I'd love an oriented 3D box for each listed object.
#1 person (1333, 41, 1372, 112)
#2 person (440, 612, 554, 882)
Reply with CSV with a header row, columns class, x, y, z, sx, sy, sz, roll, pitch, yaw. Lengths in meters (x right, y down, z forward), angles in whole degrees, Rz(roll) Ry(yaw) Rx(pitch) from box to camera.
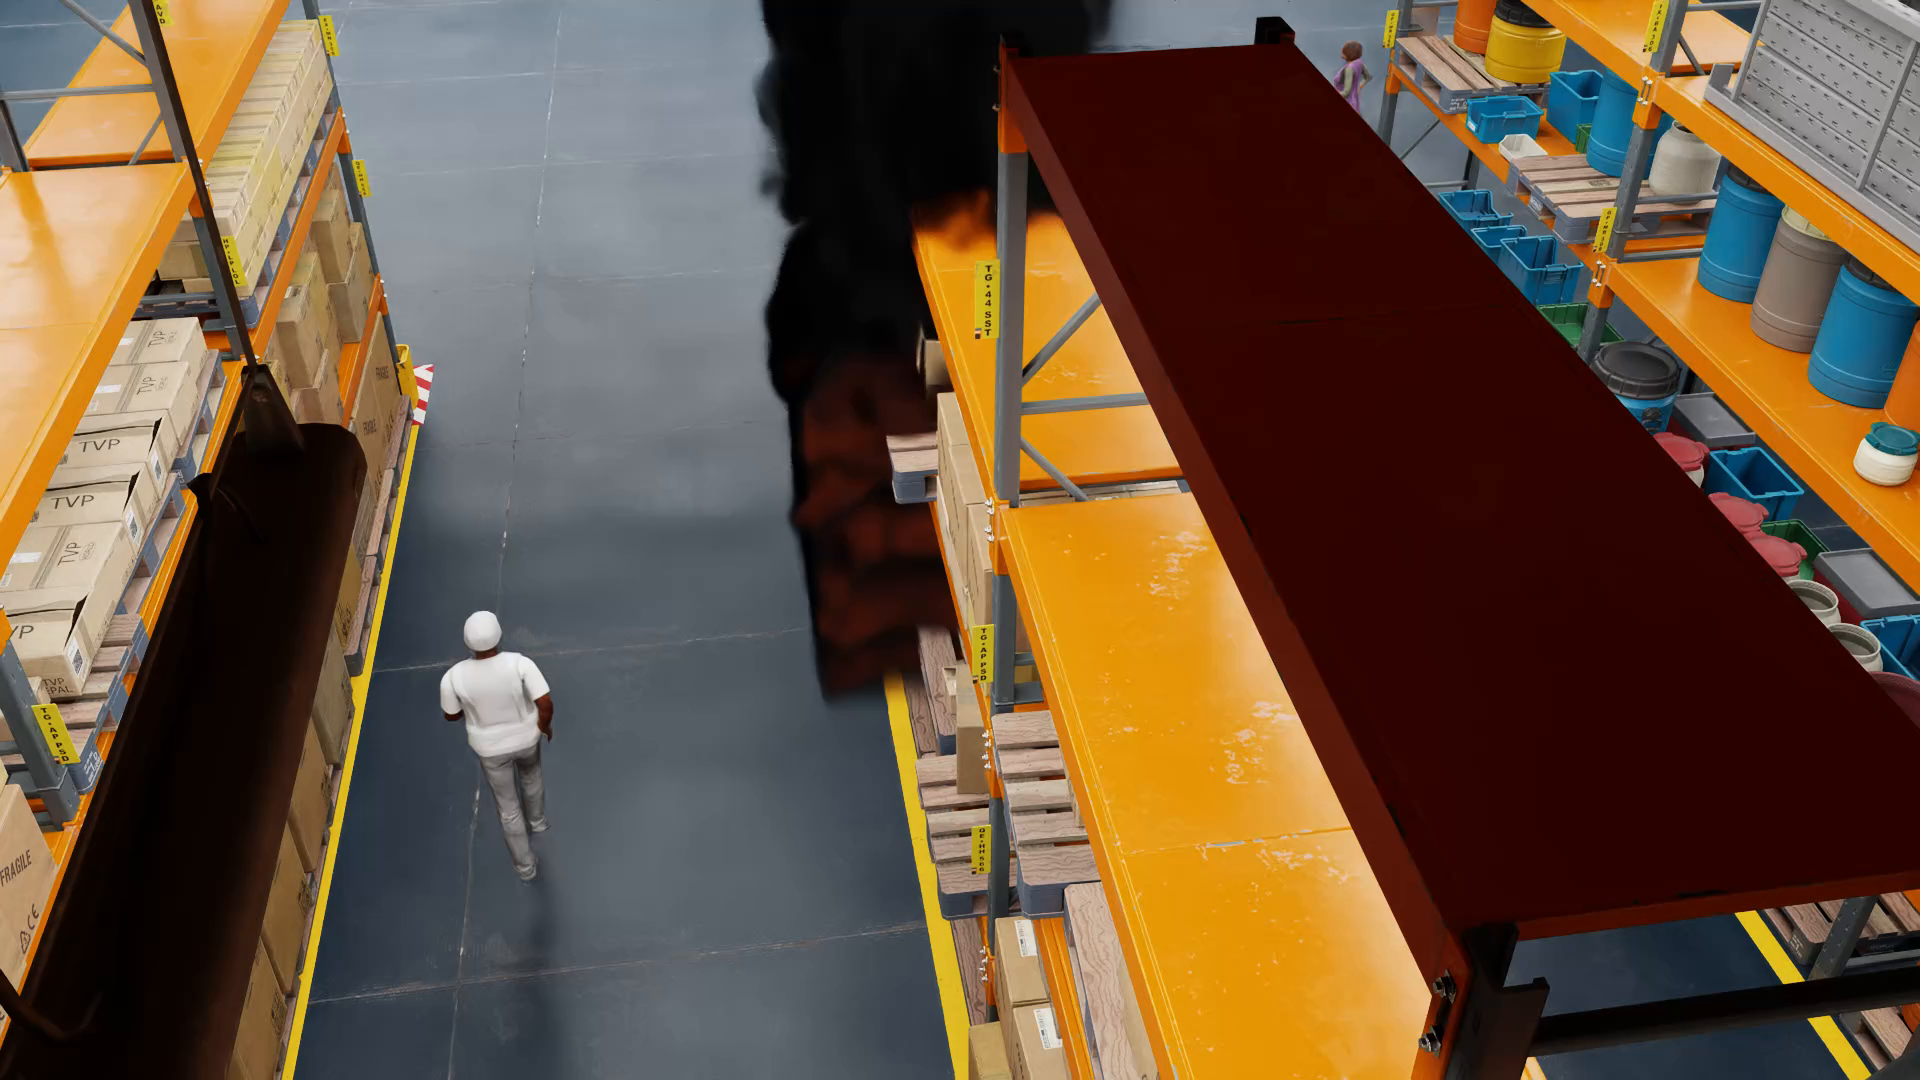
class,x,y,z,sx,sy,sz,roll,pitch,yaw
person,4.361,-4.797,18.642,0.783,1.605,0.541,12,38,16
person,-2.705,1.219,9.885,0.606,1.868,0.815,-13,38,-17
